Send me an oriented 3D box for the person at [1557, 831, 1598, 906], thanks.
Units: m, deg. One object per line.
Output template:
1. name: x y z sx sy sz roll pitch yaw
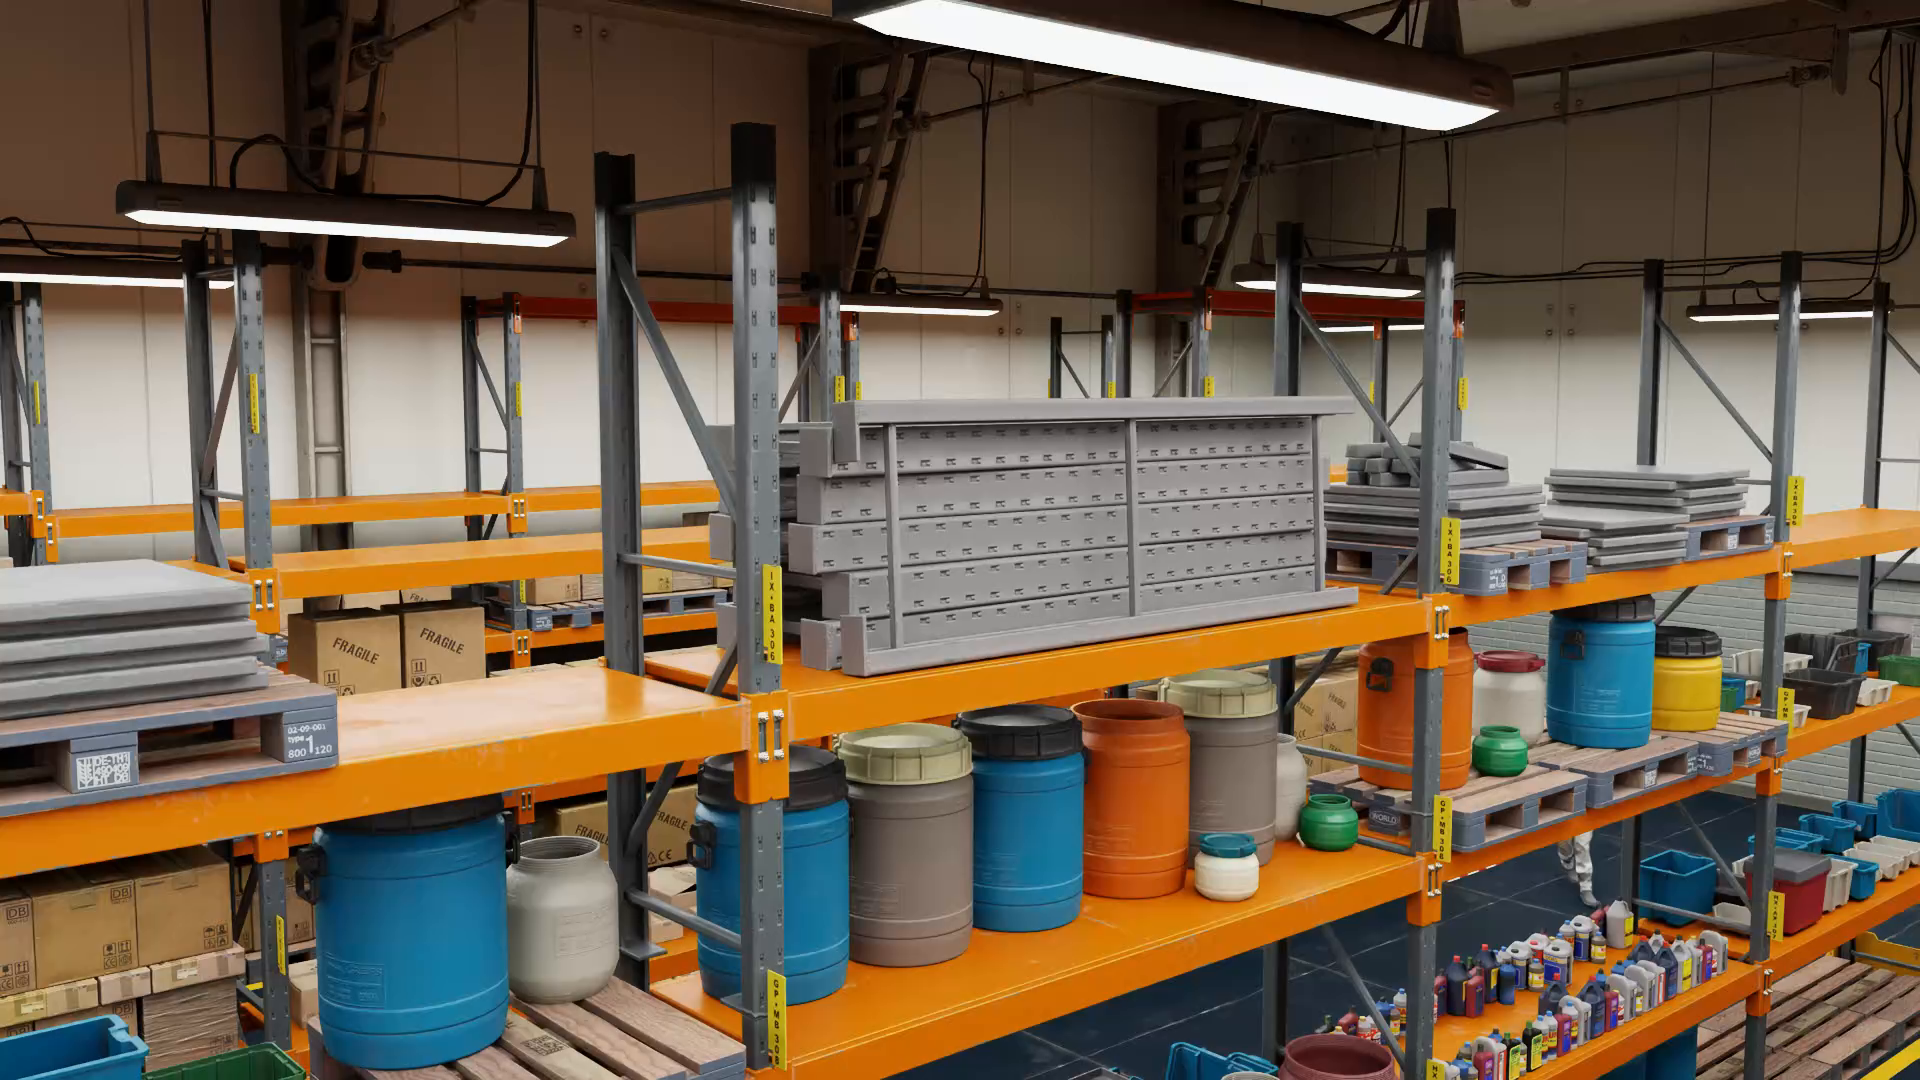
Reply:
1. person: 6.051 2.683 16.735 0.681 1.737 1.001 1 6 12
